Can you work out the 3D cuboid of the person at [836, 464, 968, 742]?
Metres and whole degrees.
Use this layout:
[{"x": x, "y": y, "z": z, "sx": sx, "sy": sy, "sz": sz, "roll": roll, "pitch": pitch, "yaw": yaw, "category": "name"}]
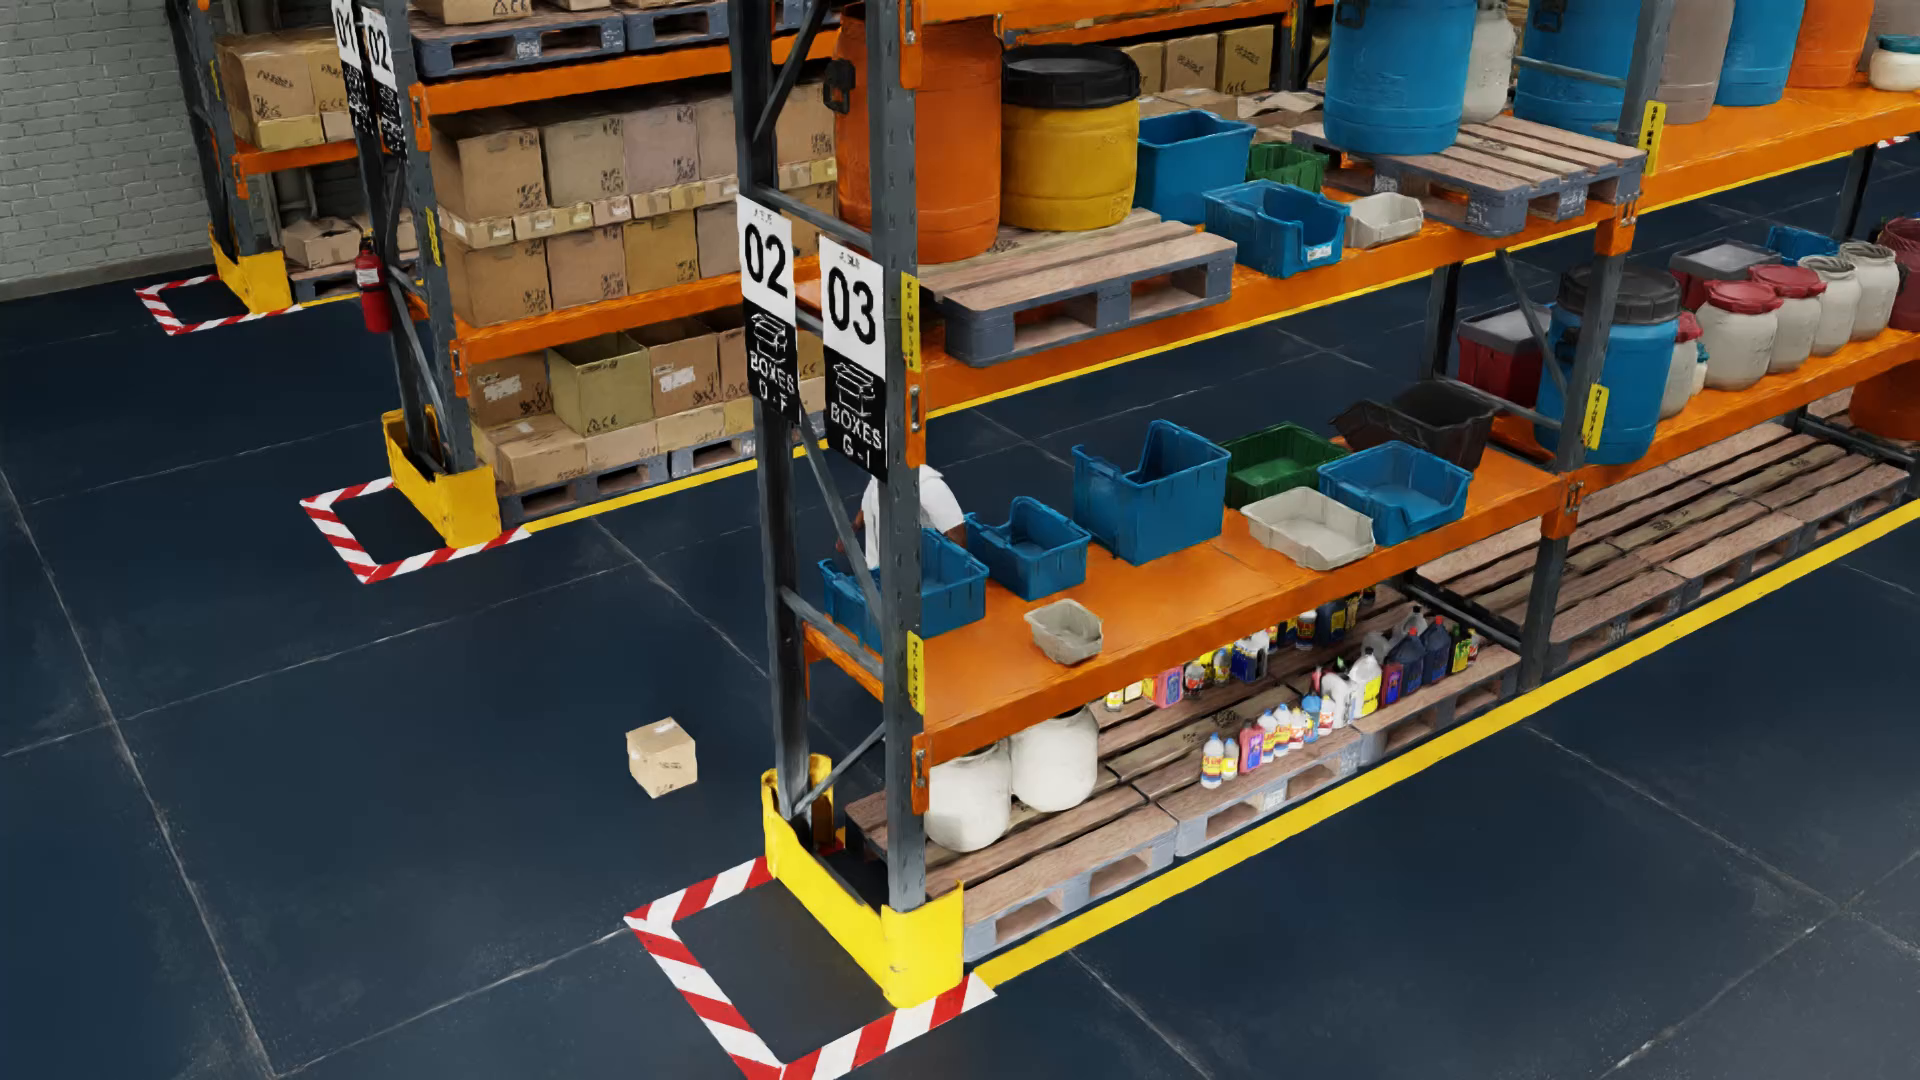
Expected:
[{"x": -0.317, "y": 0.162, "z": 8.335, "sx": 0.501, "sy": 1.733, "sz": 0.798, "roll": -21, "pitch": 35, "yaw": -33, "category": "person"}]
